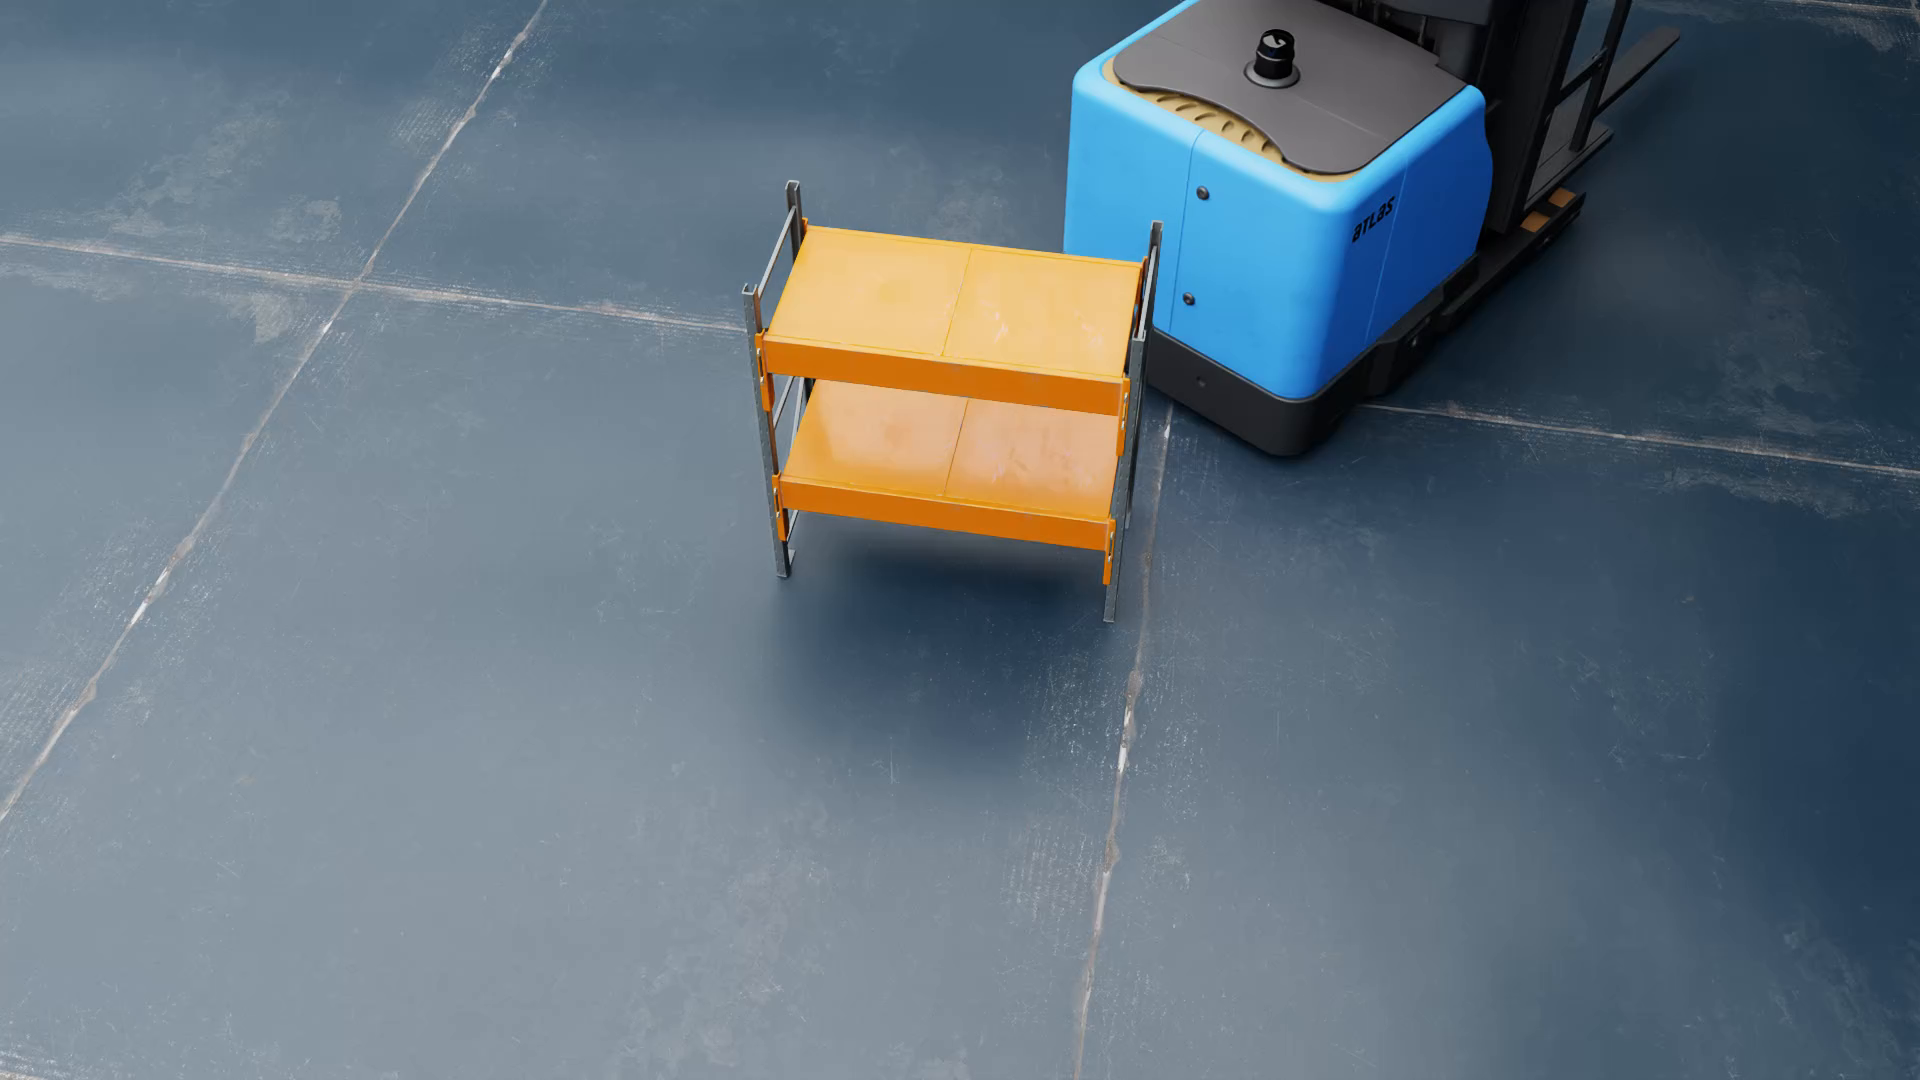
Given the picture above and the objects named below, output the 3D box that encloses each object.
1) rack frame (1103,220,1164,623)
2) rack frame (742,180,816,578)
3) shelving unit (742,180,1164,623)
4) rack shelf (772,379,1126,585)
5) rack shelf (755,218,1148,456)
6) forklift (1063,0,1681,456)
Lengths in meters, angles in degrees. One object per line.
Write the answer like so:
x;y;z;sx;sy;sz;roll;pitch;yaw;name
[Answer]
0.494;-0.310;4.772;0.032;1.125;0.500;8;49;7;rack frame
-0.507;-0.444;4.893;0.032;1.125;0.500;8;49;7;rack frame
-0.007;-0.377;4.832;1.048;1.125;0.538;8;49;7;shelving unit
-0.007;-0.213;5.014;1.000;0.278;0.538;8;49;7;rack shelf
-0.007;-0.572;4.615;1.000;0.278;0.538;8;49;7;rack shelf
1.698;-2.265;5.314;1.130;2.935;3.031;34;56;27;forklift
